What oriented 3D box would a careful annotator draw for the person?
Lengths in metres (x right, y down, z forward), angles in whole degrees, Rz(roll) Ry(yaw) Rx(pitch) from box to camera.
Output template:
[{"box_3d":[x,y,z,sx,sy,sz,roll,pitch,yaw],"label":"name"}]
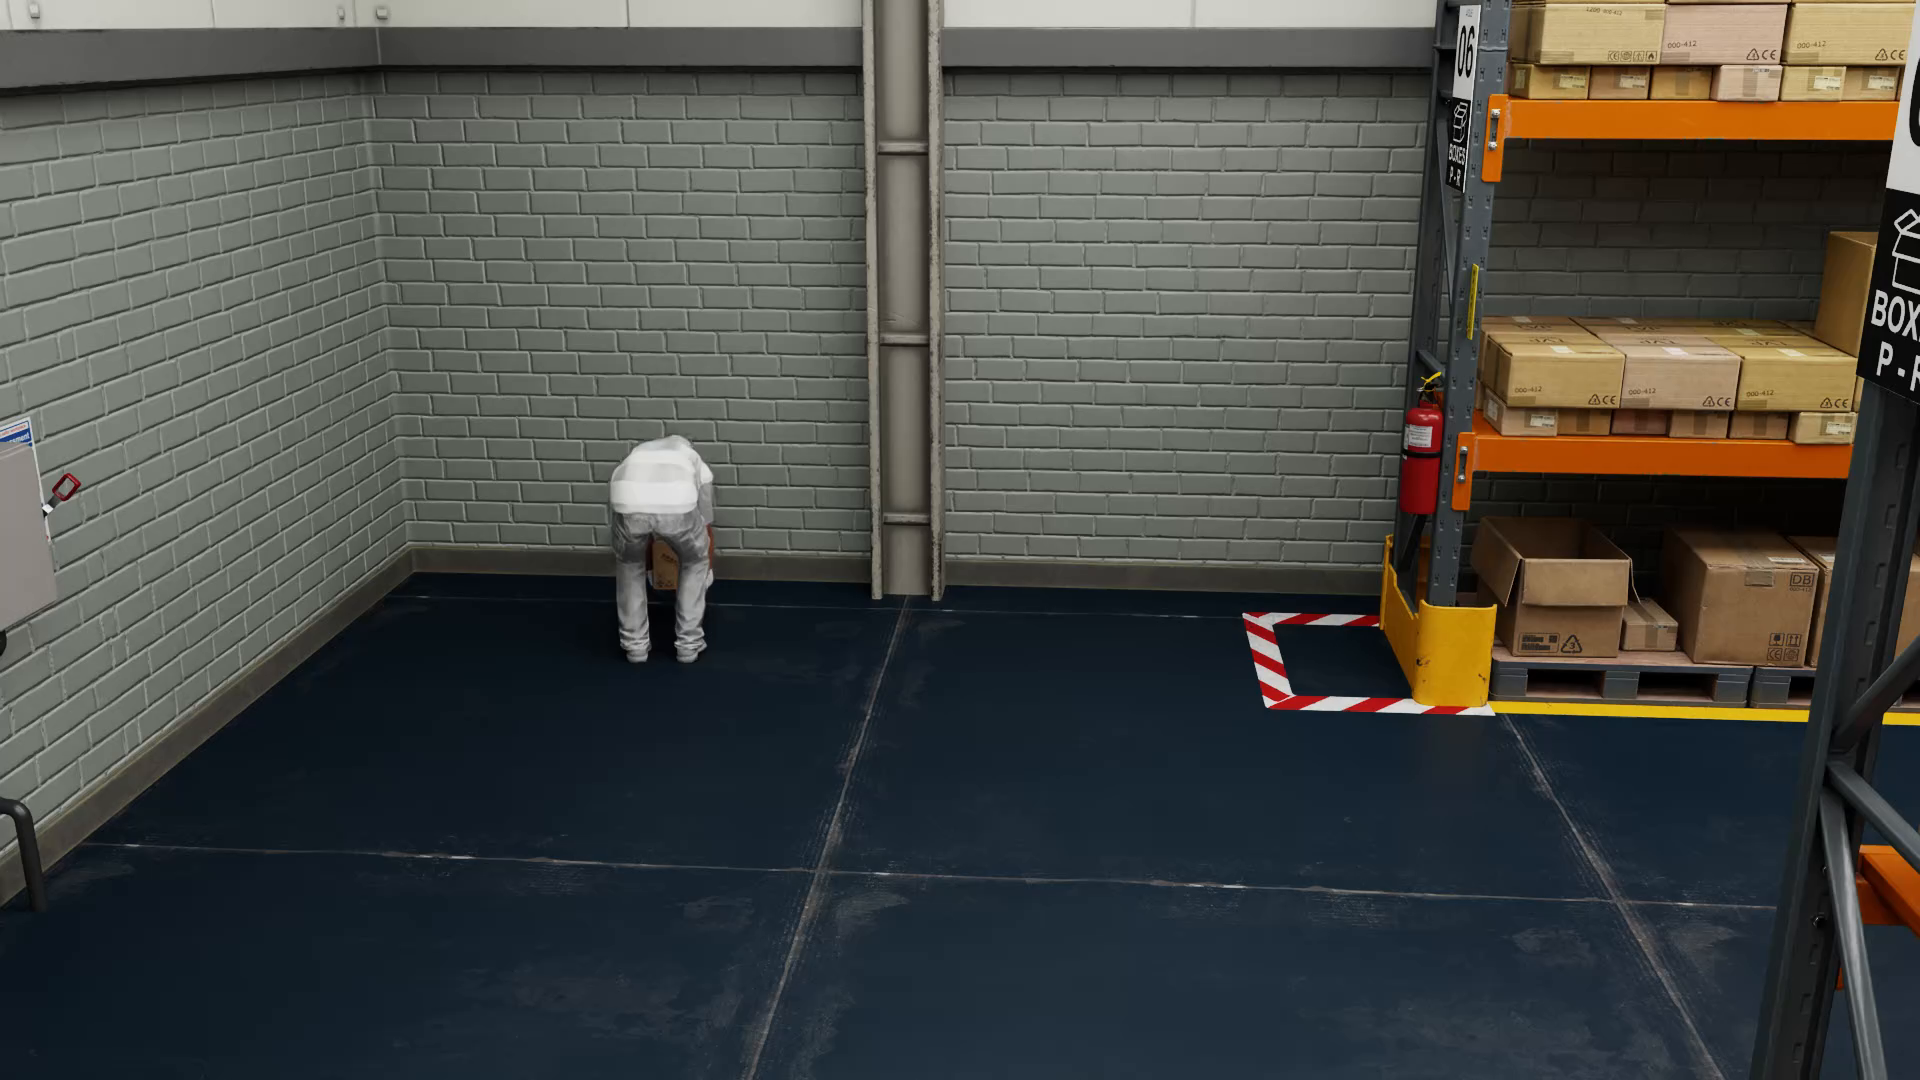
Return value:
[{"box_3d":[-1.558,-0.251,8.333,0.628,1.774,0.449,-1,17,-3],"label":"person"}]
